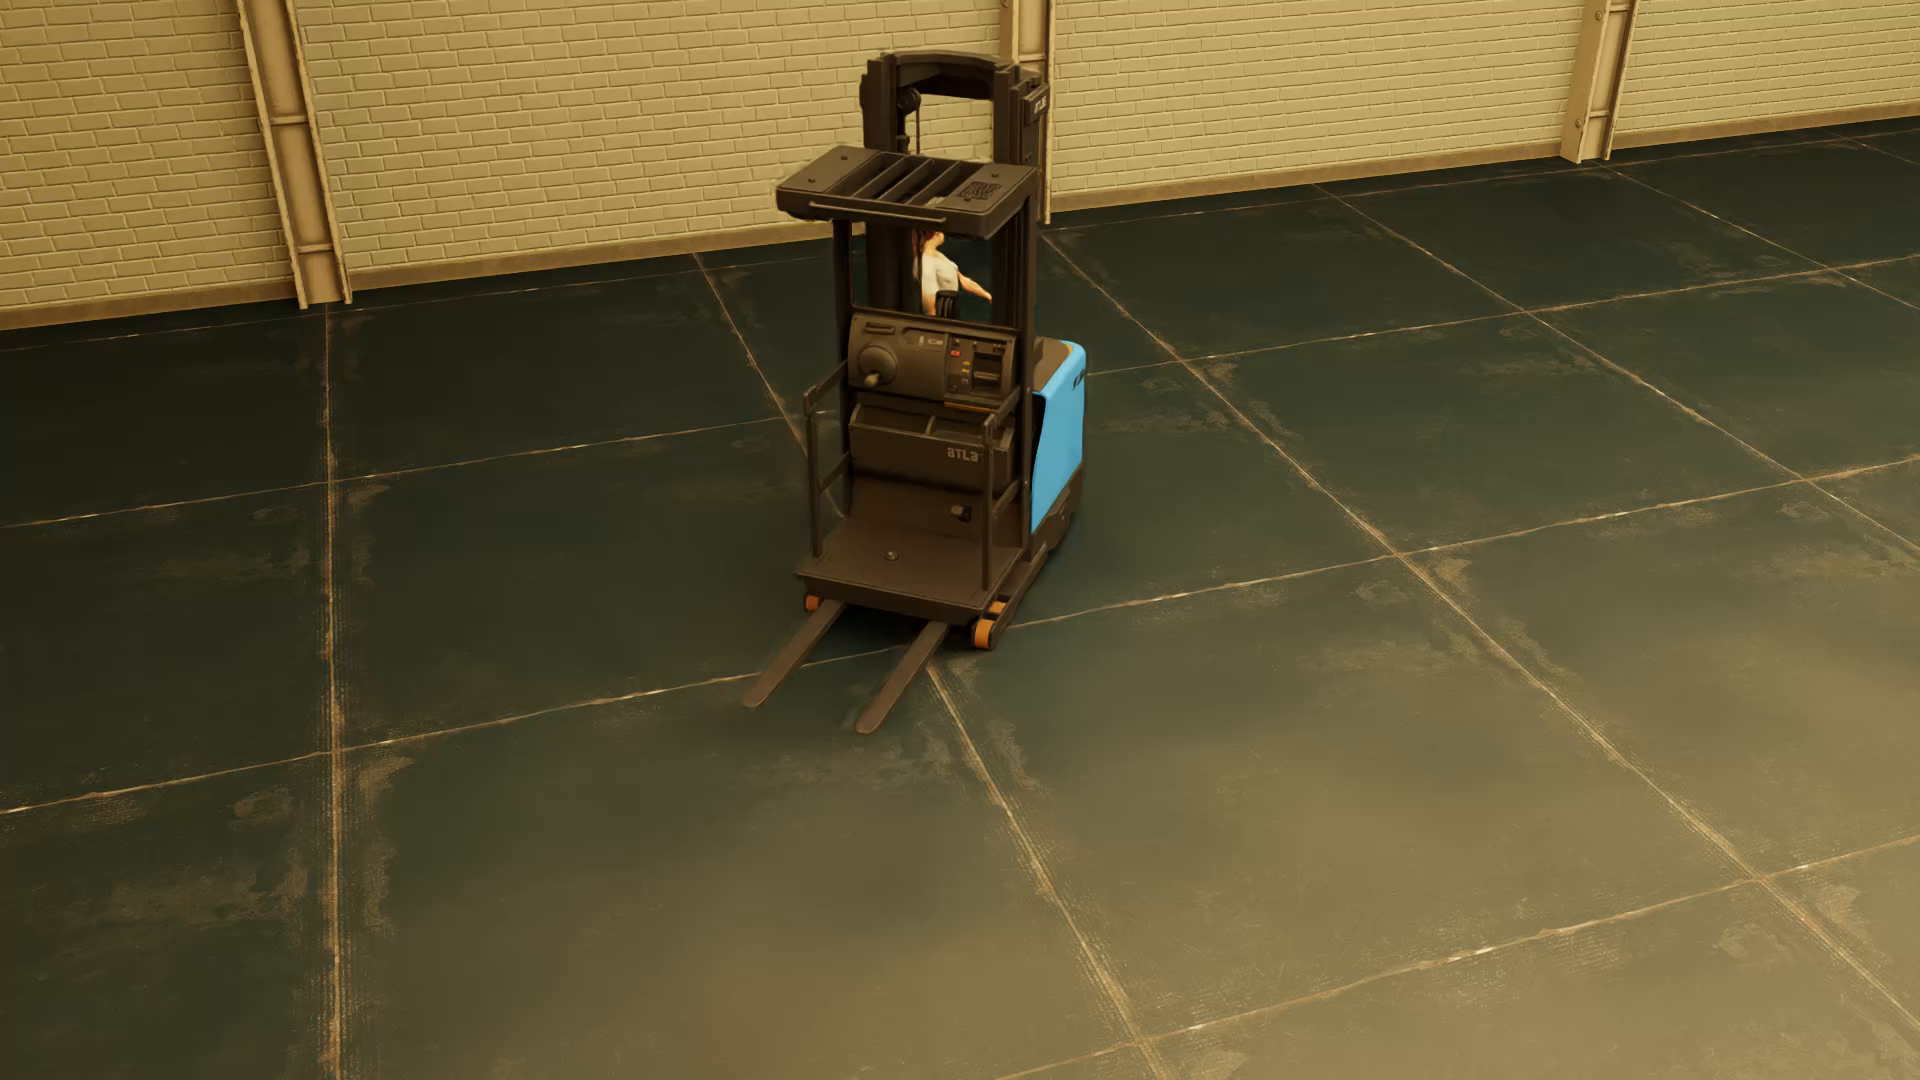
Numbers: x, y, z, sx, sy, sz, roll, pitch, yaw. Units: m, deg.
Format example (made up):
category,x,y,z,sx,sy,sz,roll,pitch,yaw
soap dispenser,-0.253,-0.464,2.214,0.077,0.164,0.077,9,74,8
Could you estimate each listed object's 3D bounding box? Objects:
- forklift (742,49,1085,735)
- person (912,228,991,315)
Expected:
category,x,y,z,sx,sy,sz,roll,pitch,yaw
forklift,-0.229,-0.911,8.671,1.130,2.935,3.031,11,32,18
person,-0.093,-1.323,10.683,0.778,1.589,0.639,-4,30,-7
